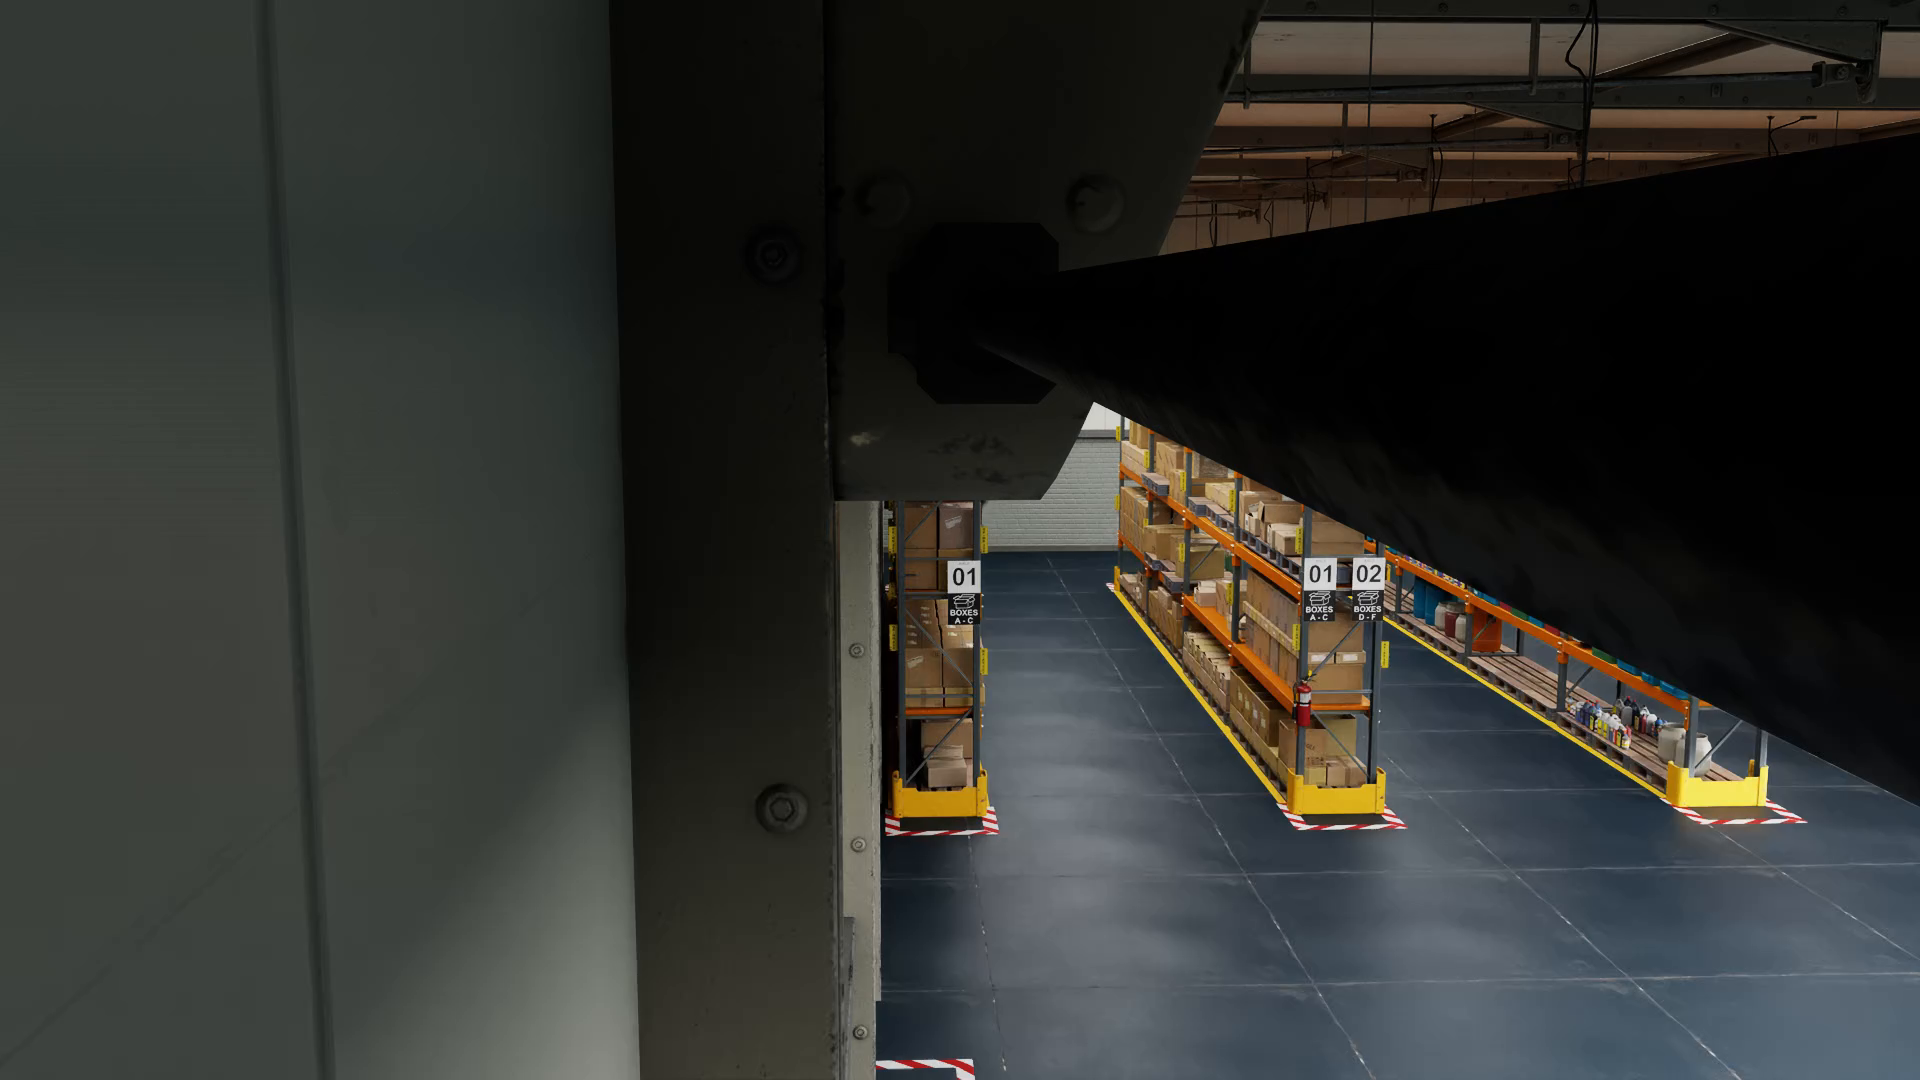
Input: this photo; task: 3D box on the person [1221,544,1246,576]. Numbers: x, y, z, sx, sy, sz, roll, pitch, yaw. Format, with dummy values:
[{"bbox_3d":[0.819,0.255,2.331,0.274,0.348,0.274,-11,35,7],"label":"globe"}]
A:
[{"bbox_3d":[5.883,0.332,35.724,0.666,1.735,0.581,-1,8,-8],"label":"person"}]
